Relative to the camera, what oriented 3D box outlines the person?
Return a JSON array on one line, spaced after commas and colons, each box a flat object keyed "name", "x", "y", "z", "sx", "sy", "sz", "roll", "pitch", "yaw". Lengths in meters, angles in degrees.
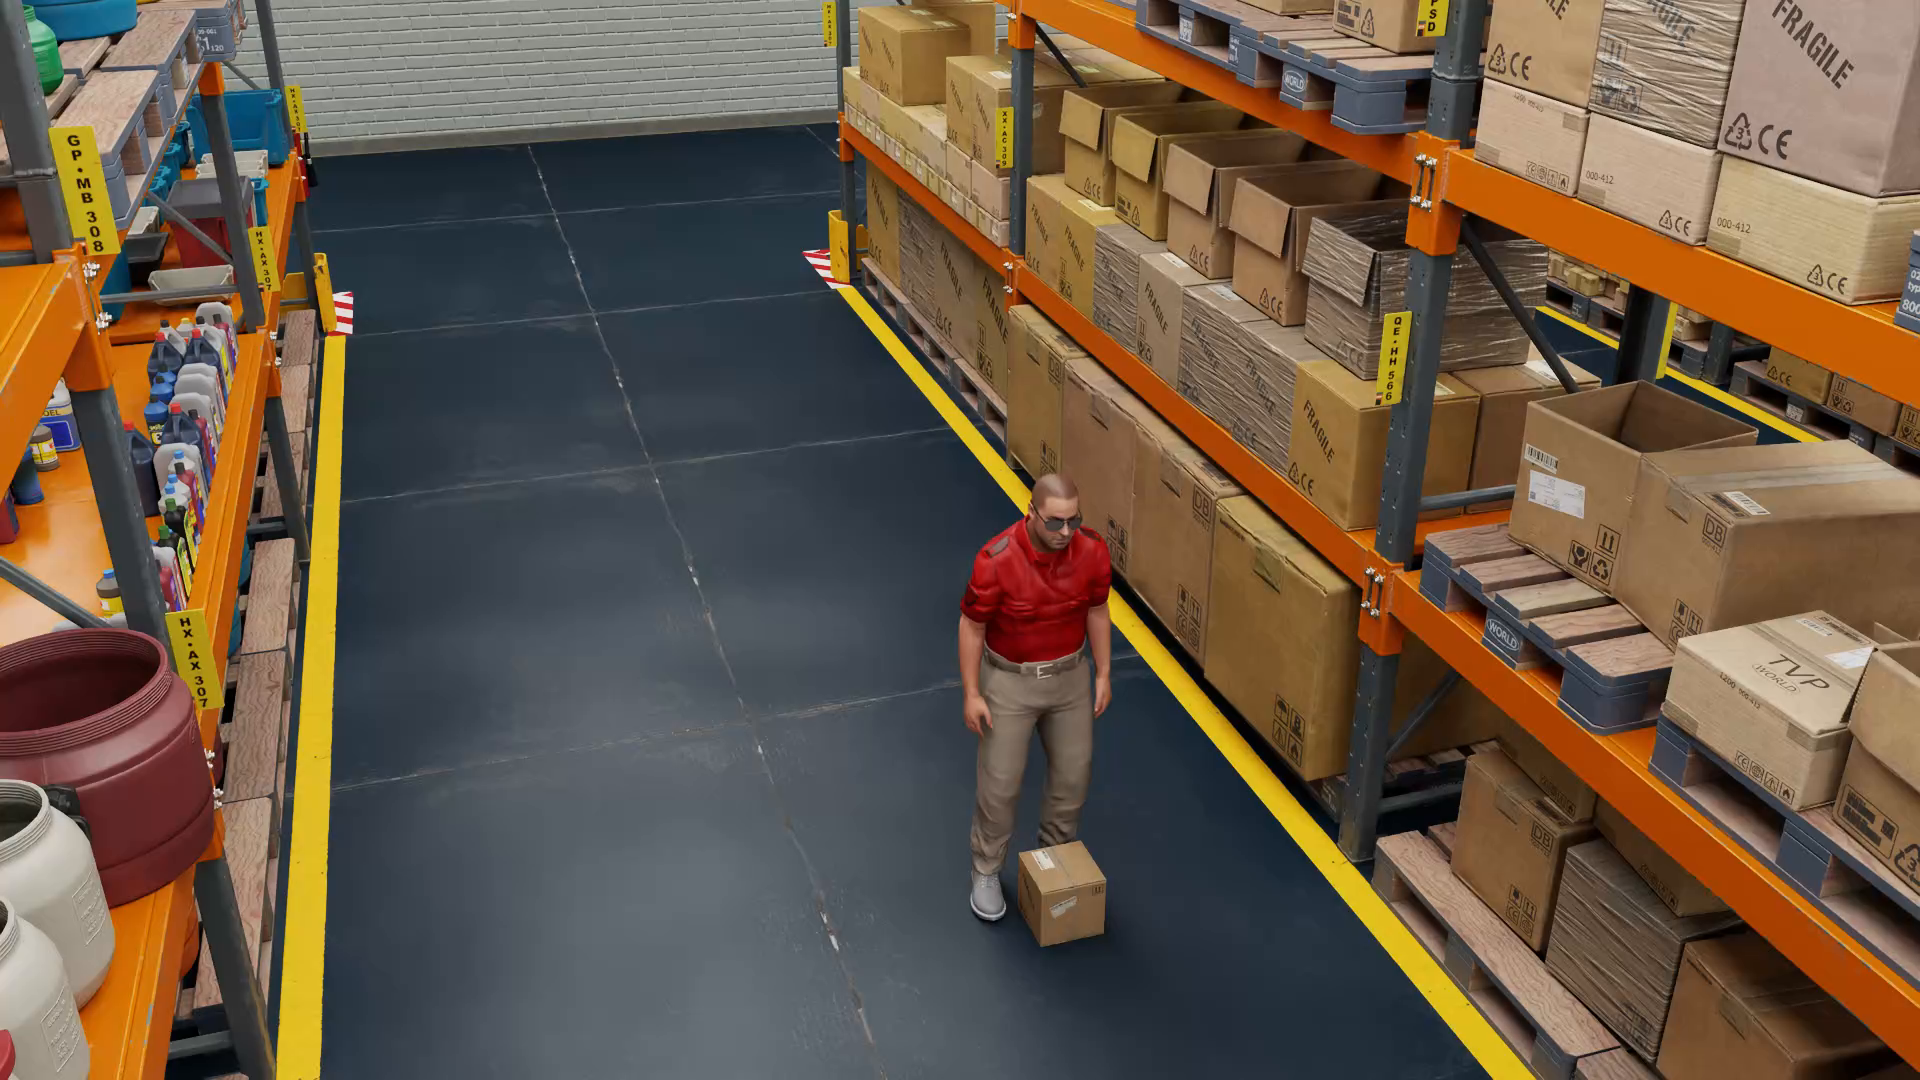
[{"name": "person", "x": 0.283, "y": 0.537, "z": 6.036, "sx": 0.584, "sy": 1.726, "sz": 0.395, "roll": -8, "pitch": 27, "yaw": -17}]
